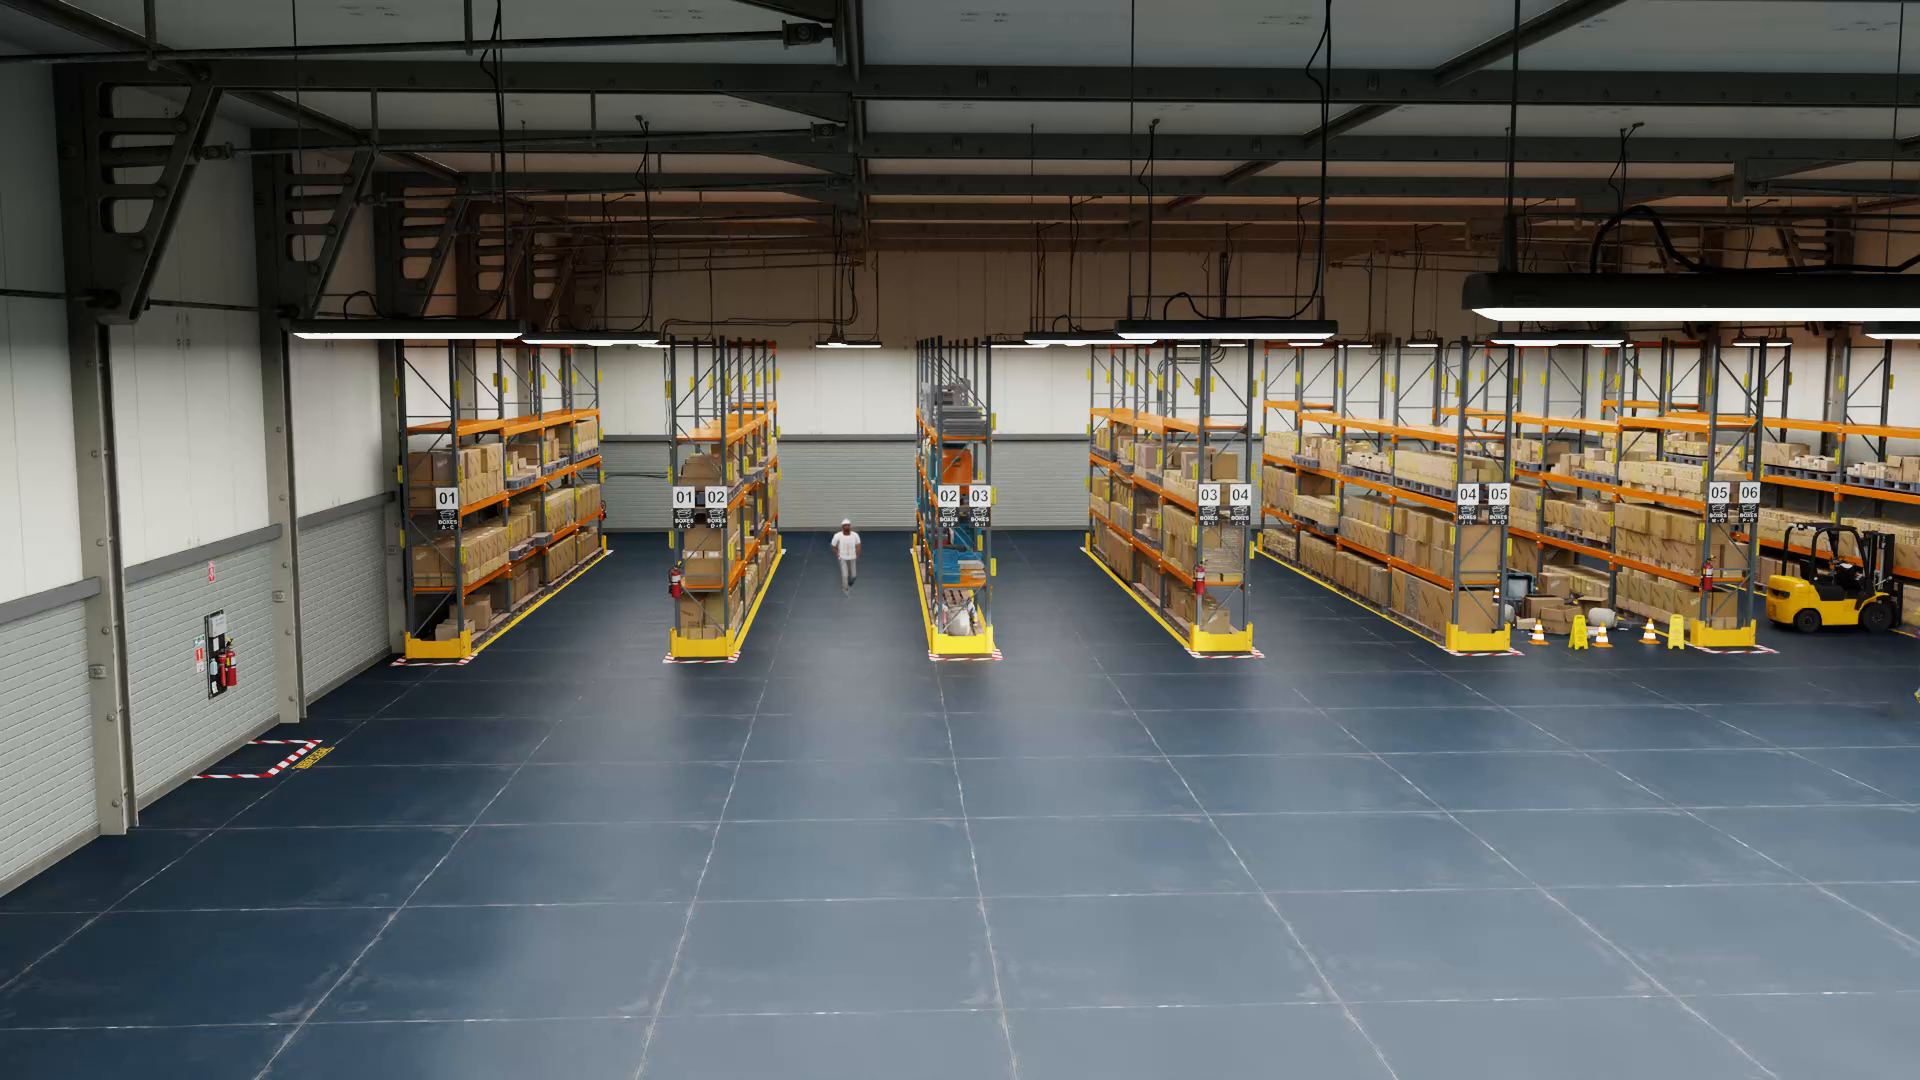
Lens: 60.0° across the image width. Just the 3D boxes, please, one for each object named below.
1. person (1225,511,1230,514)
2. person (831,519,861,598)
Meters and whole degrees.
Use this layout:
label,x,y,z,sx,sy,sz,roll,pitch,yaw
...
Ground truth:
label,x,y,z,sx,sy,sz,roll,pitch,yaw
person,7.444,-0.437,46.752,0.747,1.767,0.949,0,7,4
person,-2.492,0.412,36.681,0.696,1.735,0.557,-2,7,-15
